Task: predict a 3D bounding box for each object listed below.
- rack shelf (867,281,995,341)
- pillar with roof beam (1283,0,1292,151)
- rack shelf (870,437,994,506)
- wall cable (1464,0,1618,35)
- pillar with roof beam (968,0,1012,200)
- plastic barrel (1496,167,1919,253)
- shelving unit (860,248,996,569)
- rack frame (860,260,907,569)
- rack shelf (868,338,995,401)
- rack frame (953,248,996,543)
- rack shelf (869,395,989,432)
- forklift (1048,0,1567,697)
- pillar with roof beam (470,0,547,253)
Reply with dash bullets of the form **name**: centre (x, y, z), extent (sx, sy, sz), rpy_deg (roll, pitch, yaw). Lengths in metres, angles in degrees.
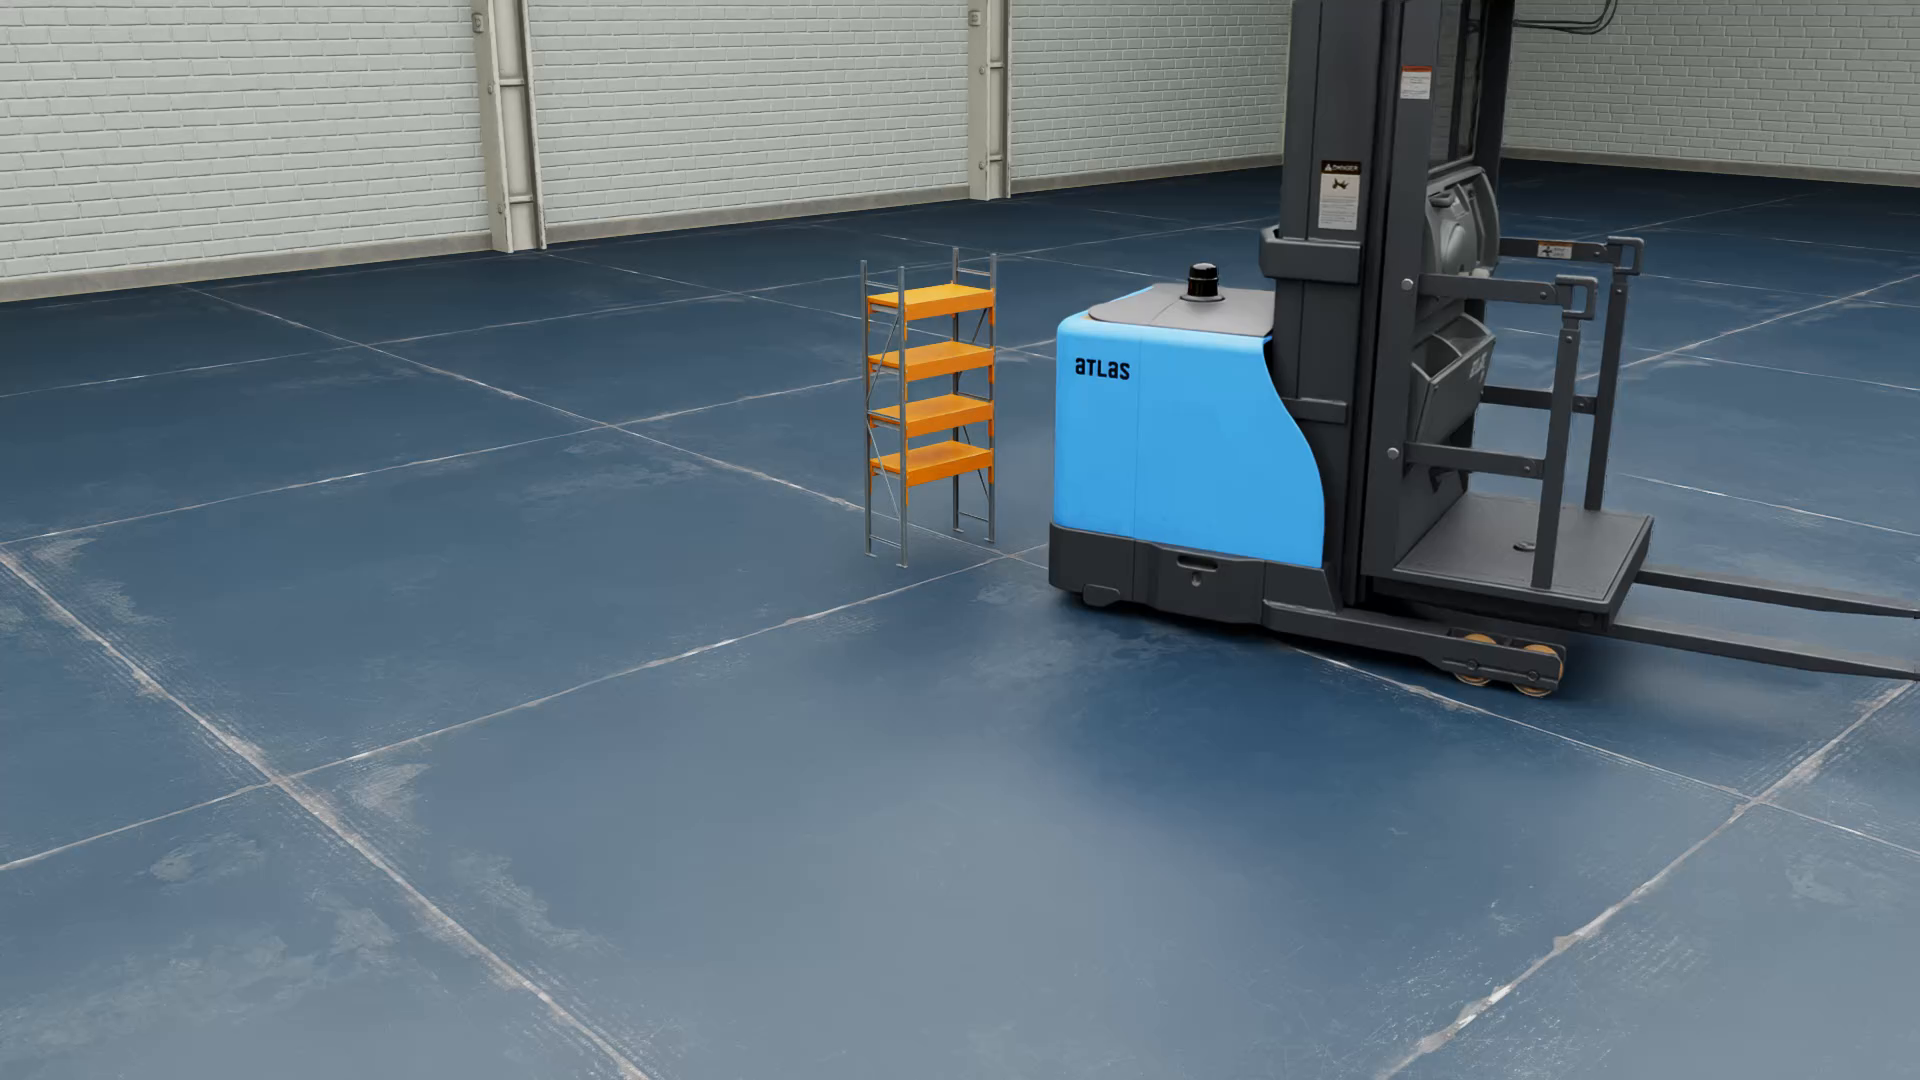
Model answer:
- **rack shelf**: centre (-0.120, -0.909, 6.570), extent (0.480, 0.148, 0.258), rpy_deg (-16, 24, -41)
- **pillar with roof beam**: centre (7.653, -8.517, 18.663), extent (0.400, 9.000, 9.100), rpy_deg (-16, 24, -41)
- **rack shelf**: centre (-0.120, -0.283, 6.773), extent (0.480, 0.148, 0.258), rpy_deg (-16, 24, -41)
- **wall cable**: centre (7.745, -8.333, 23.129), extent (0.112, 2.526, 3.097), rpy_deg (-16, 24, -41)
- **pillar with roof beam**: centre (3.294, -7.246, 14.742), extent (0.400, 9.000, 9.100), rpy_deg (-16, 24, -41)
- **plastic barrel**: centre (1.336, -0.769, 3.357), extent (38.471, 3.701, 17.930), rpy_deg (-16, 24, -41)
- **shelving unit**: centre (-0.120, -0.536, 6.691), extent (0.503, 1.200, 0.258), rpy_deg (-16, 24, -41)
- **rack frame**: centre (-0.298, -0.484, 6.532), extent (0.015, 1.200, 0.240), rpy_deg (-16, 24, -41)
- **rack shelf**: centre (-0.120, -0.684, 6.643), extent (0.480, 0.148, 0.258), rpy_deg (-16, 24, -41)
- **rack frame**: centre (0.057, -0.587, 6.851), extent (0.015, 1.200, 0.240), rpy_deg (-16, 24, -41)
- **rack shelf**: centre (-0.120, -0.509, 6.700), extent (0.457, 0.050, 0.221), rpy_deg (-16, 24, -41)
- **forklift**: centre (1.396, -1.122, 5.798), extent (1.939, 2.867, 1.129), rpy_deg (10, 20, 27)
- **pillar with roof beam**: centre (-1.066, -5.974, 10.821), extent (0.400, 9.000, 9.100), rpy_deg (-16, 24, -41)
